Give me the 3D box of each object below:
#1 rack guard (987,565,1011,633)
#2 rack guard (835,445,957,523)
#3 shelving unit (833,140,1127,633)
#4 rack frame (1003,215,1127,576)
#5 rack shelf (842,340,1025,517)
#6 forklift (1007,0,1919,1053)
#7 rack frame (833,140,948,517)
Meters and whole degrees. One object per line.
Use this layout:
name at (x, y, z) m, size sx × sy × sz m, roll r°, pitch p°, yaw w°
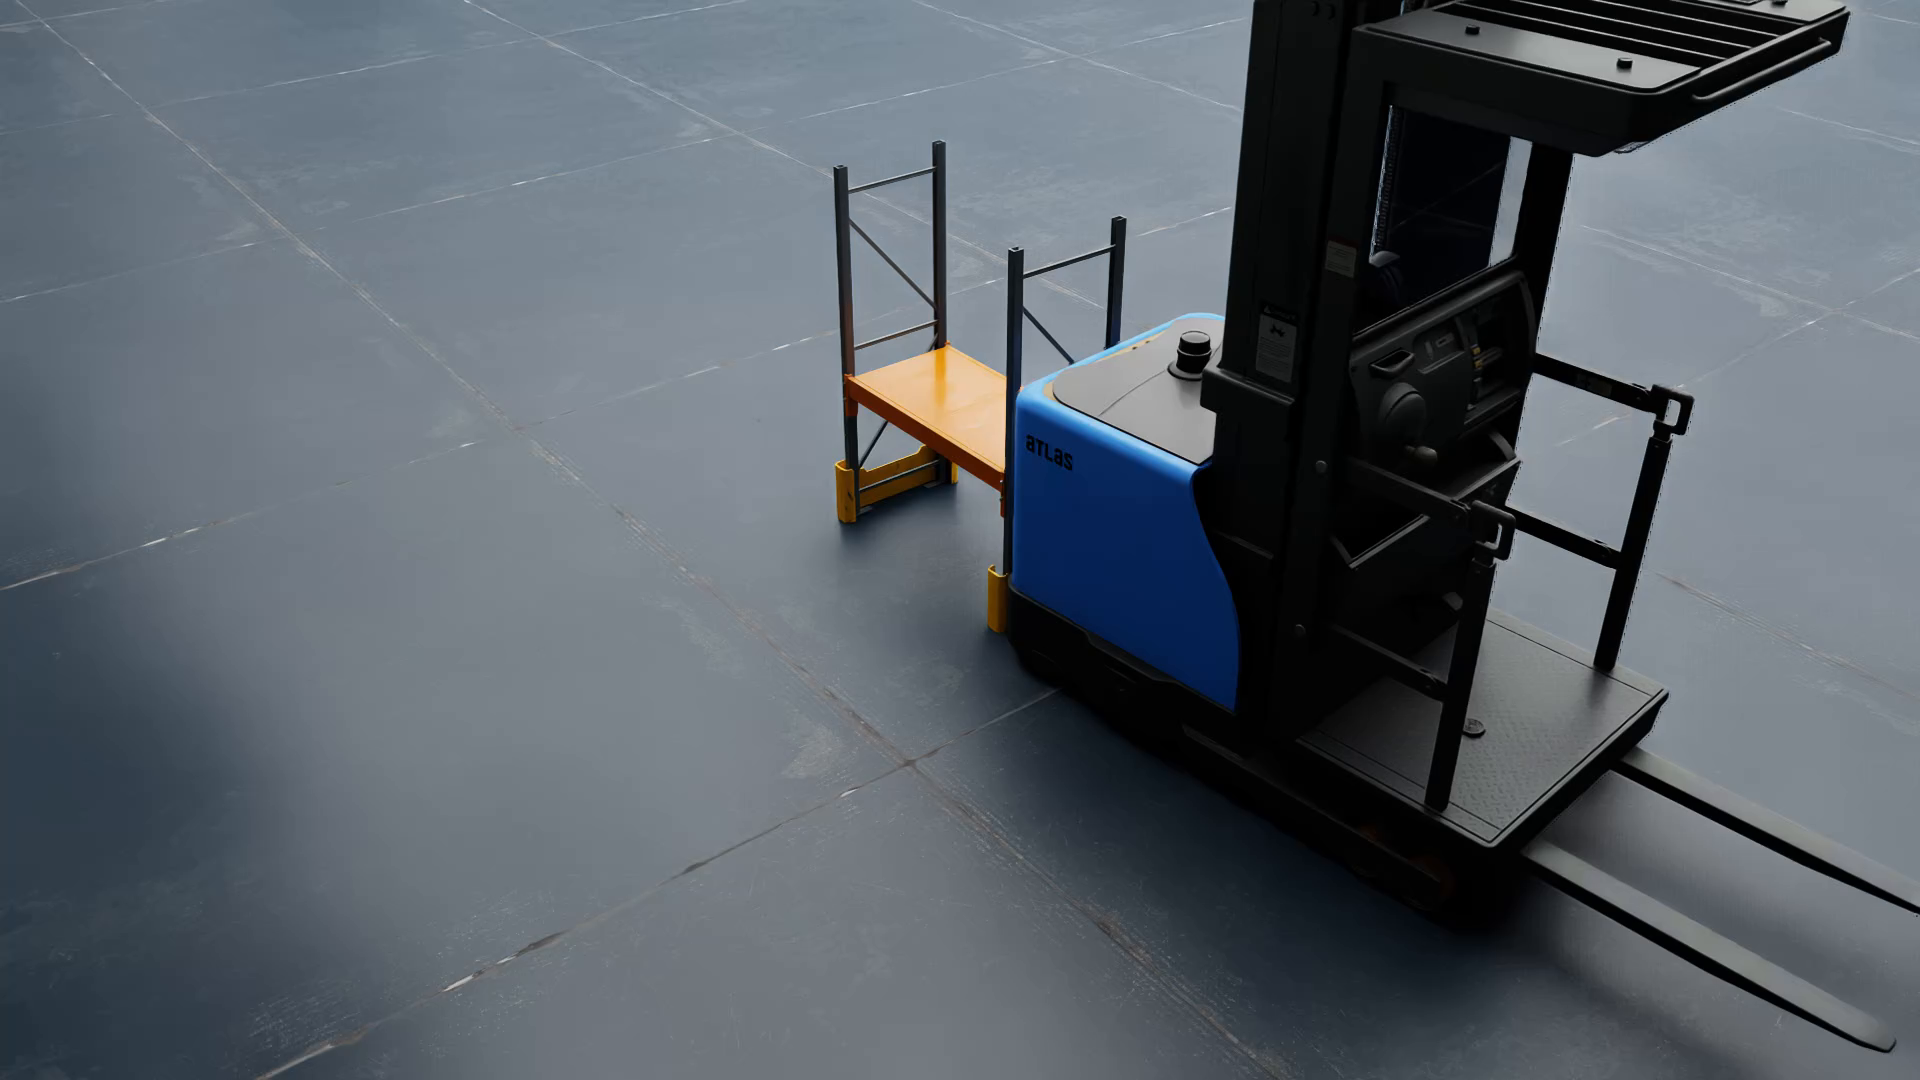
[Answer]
rack guard at (0.352, 0.133, 6.300) m, size 0.587 × 0.250 × 0.087 m, roll -22°, pitch 38°, yaw -31°
rack guard at (-0.260, -0.282, 6.967) m, size 0.587 × 0.250 × 0.087 m, roll -22°, pitch 38°, yaw -31°
shelving unit at (0.046, -0.606, 6.304) m, size 0.587 × 1.500 × 1.083 m, roll -22°, pitch 38°, yaw -31°
rack frame at (0.364, -0.390, 5.957) m, size 0.500 × 1.500 × 0.032 m, roll -22°, pitch 38°, yaw -31°
rack shelf at (0.052, -0.449, 6.393) m, size 0.538 × 0.185 × 1.000 m, roll -22°, pitch 38°, yaw -31°
forklift at (1.553, -0.450, 4.696) m, size 1.130 × 2.935 × 3.031 m, roll -27°, pitch 41°, yaw -36°
rack frame at (-0.260, -0.814, 6.638) m, size 0.500 × 1.500 × 0.032 m, roll -22°, pitch 38°, yaw -31°
